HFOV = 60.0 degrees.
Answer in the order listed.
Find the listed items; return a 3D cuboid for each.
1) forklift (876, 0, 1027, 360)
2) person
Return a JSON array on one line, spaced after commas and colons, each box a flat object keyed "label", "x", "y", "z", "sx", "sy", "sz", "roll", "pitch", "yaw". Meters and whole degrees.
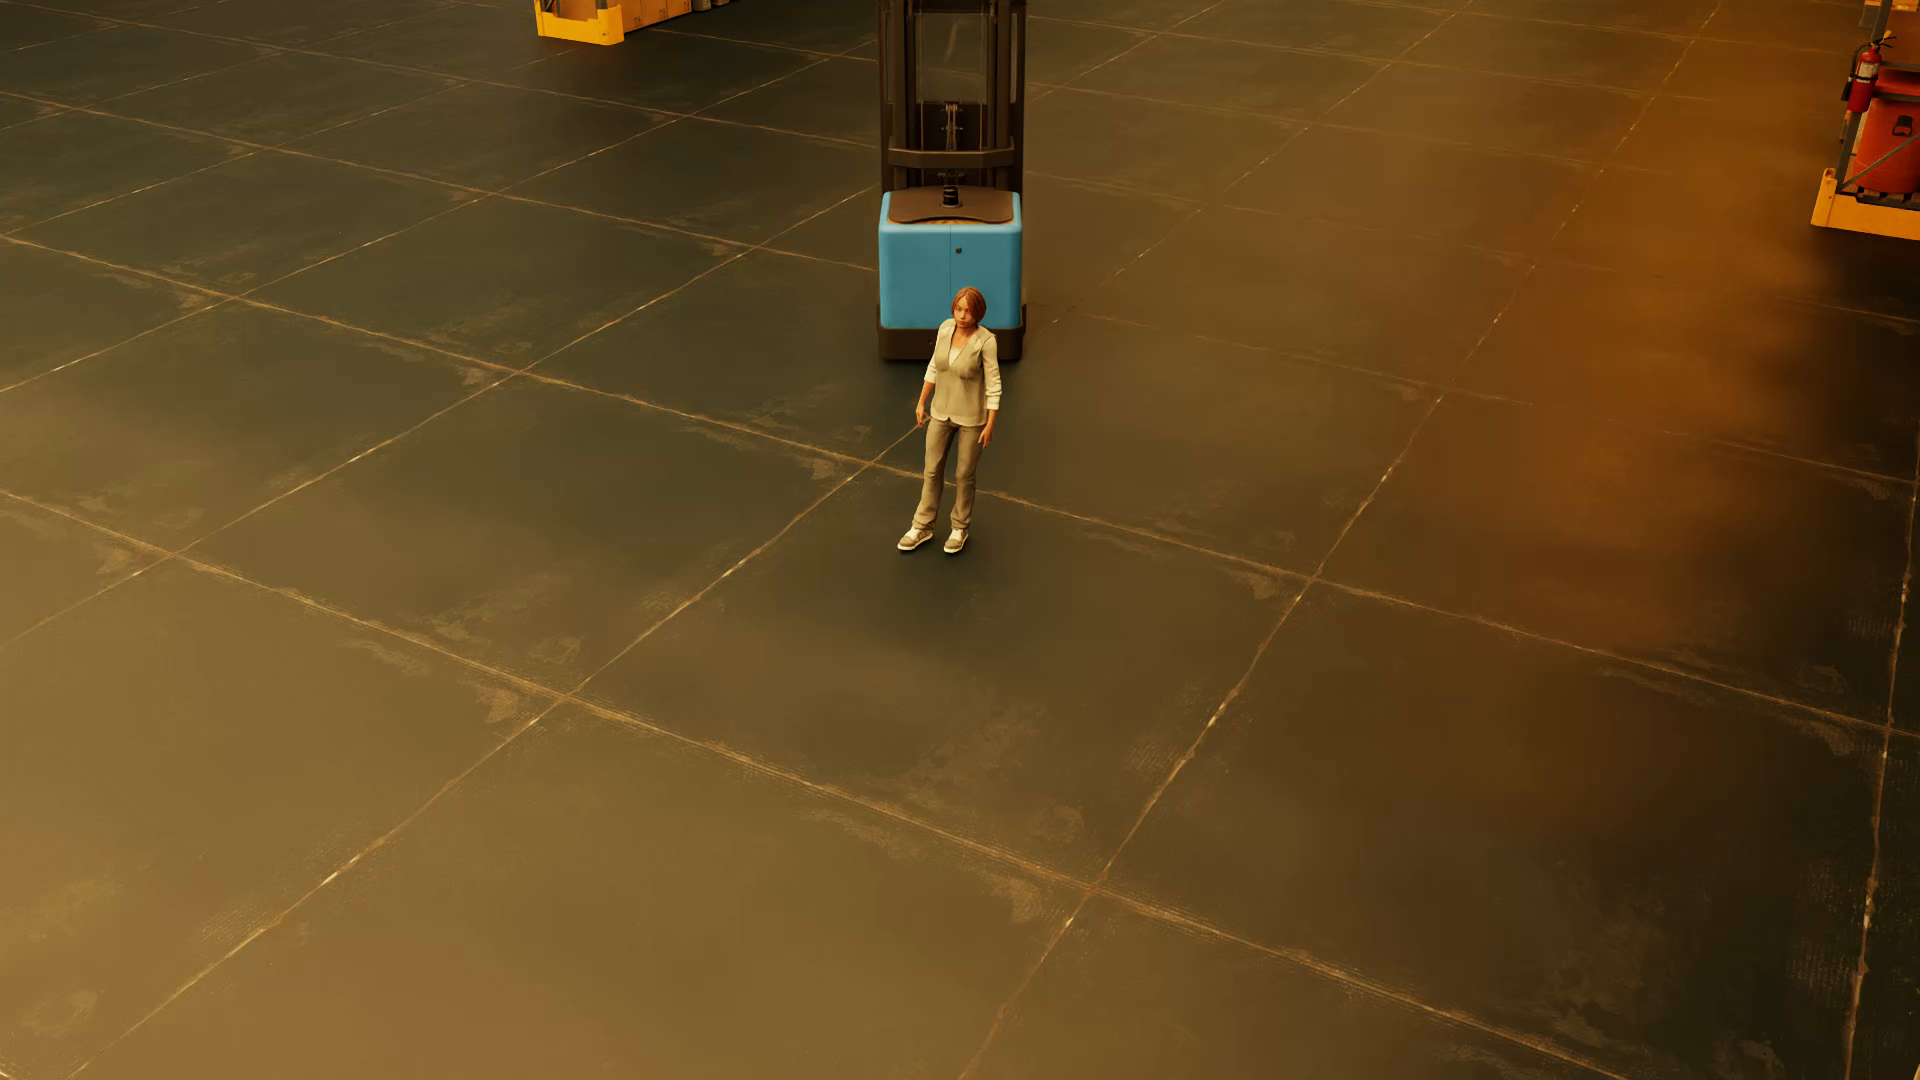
[{"label": "forklift", "x": -0.059, "y": -3.282, "z": 12.757, "sx": 1.130, "sy": 2.935, "sz": 3.031, "roll": 0, "pitch": 30, "yaw": 0}, {"label": "person", "x": -0.048, "y": -0.669, "z": 9.550, "sx": 0.520, "sy": 1.597, "sz": 0.475, "roll": 15, "pitch": 33, "yaw": 25}]
